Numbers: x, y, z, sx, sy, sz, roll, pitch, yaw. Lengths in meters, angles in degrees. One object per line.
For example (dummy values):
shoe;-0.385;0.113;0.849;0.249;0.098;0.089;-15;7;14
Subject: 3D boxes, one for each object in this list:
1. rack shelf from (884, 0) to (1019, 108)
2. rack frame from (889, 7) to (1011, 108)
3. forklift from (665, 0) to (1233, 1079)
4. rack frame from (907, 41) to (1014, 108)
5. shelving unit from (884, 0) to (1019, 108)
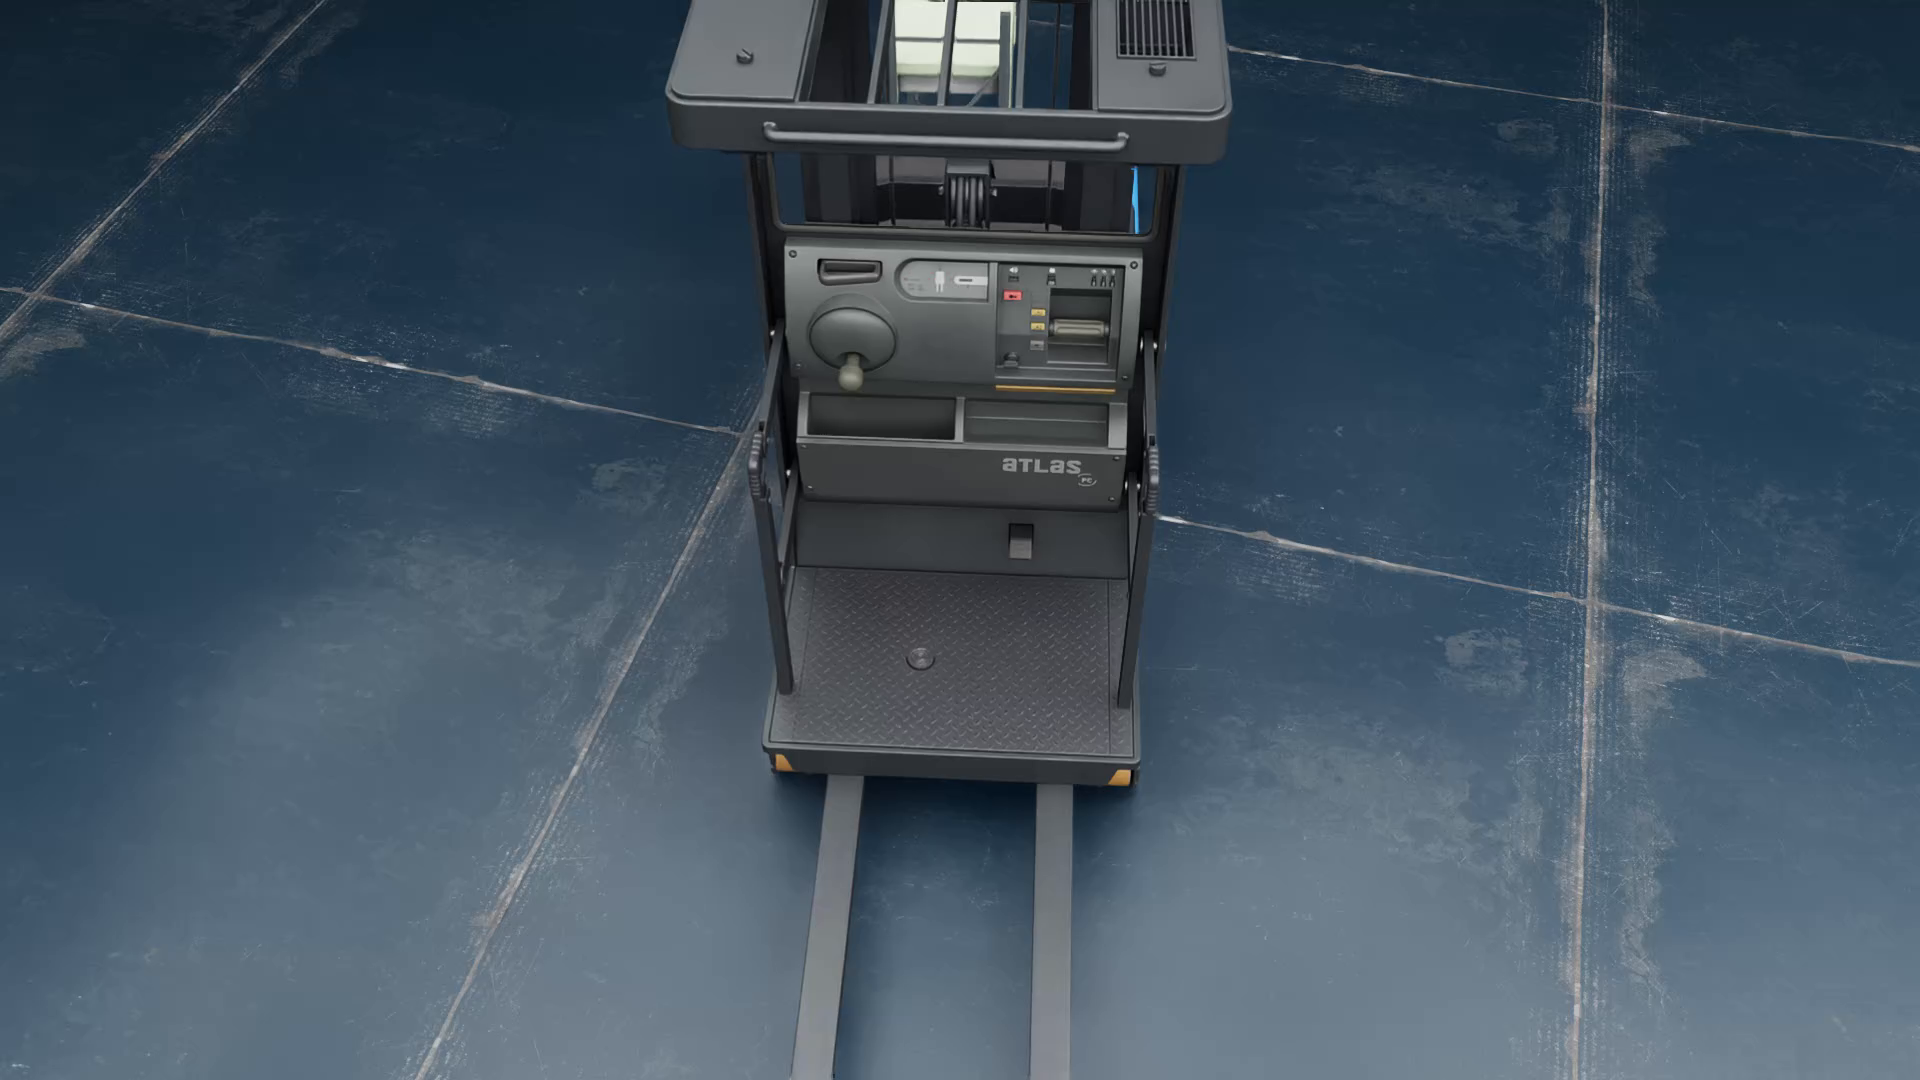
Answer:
rack shelf;-0.020;-1.699;5.729;0.431;0.370;0.720;2;49;2
rack frame;-0.039;-1.167;5.779;0.400;1.500;0.023;2;49;2
forklift;-0.003;-0.478;4.217;1.130;2.935;3.031;2;49;2
rack frame;-0.001;-1.715;6.263;0.400;1.500;0.023;2;49;2
shelving unit;-0.020;-1.441;6.021;0.431;1.500;0.755;2;49;2
